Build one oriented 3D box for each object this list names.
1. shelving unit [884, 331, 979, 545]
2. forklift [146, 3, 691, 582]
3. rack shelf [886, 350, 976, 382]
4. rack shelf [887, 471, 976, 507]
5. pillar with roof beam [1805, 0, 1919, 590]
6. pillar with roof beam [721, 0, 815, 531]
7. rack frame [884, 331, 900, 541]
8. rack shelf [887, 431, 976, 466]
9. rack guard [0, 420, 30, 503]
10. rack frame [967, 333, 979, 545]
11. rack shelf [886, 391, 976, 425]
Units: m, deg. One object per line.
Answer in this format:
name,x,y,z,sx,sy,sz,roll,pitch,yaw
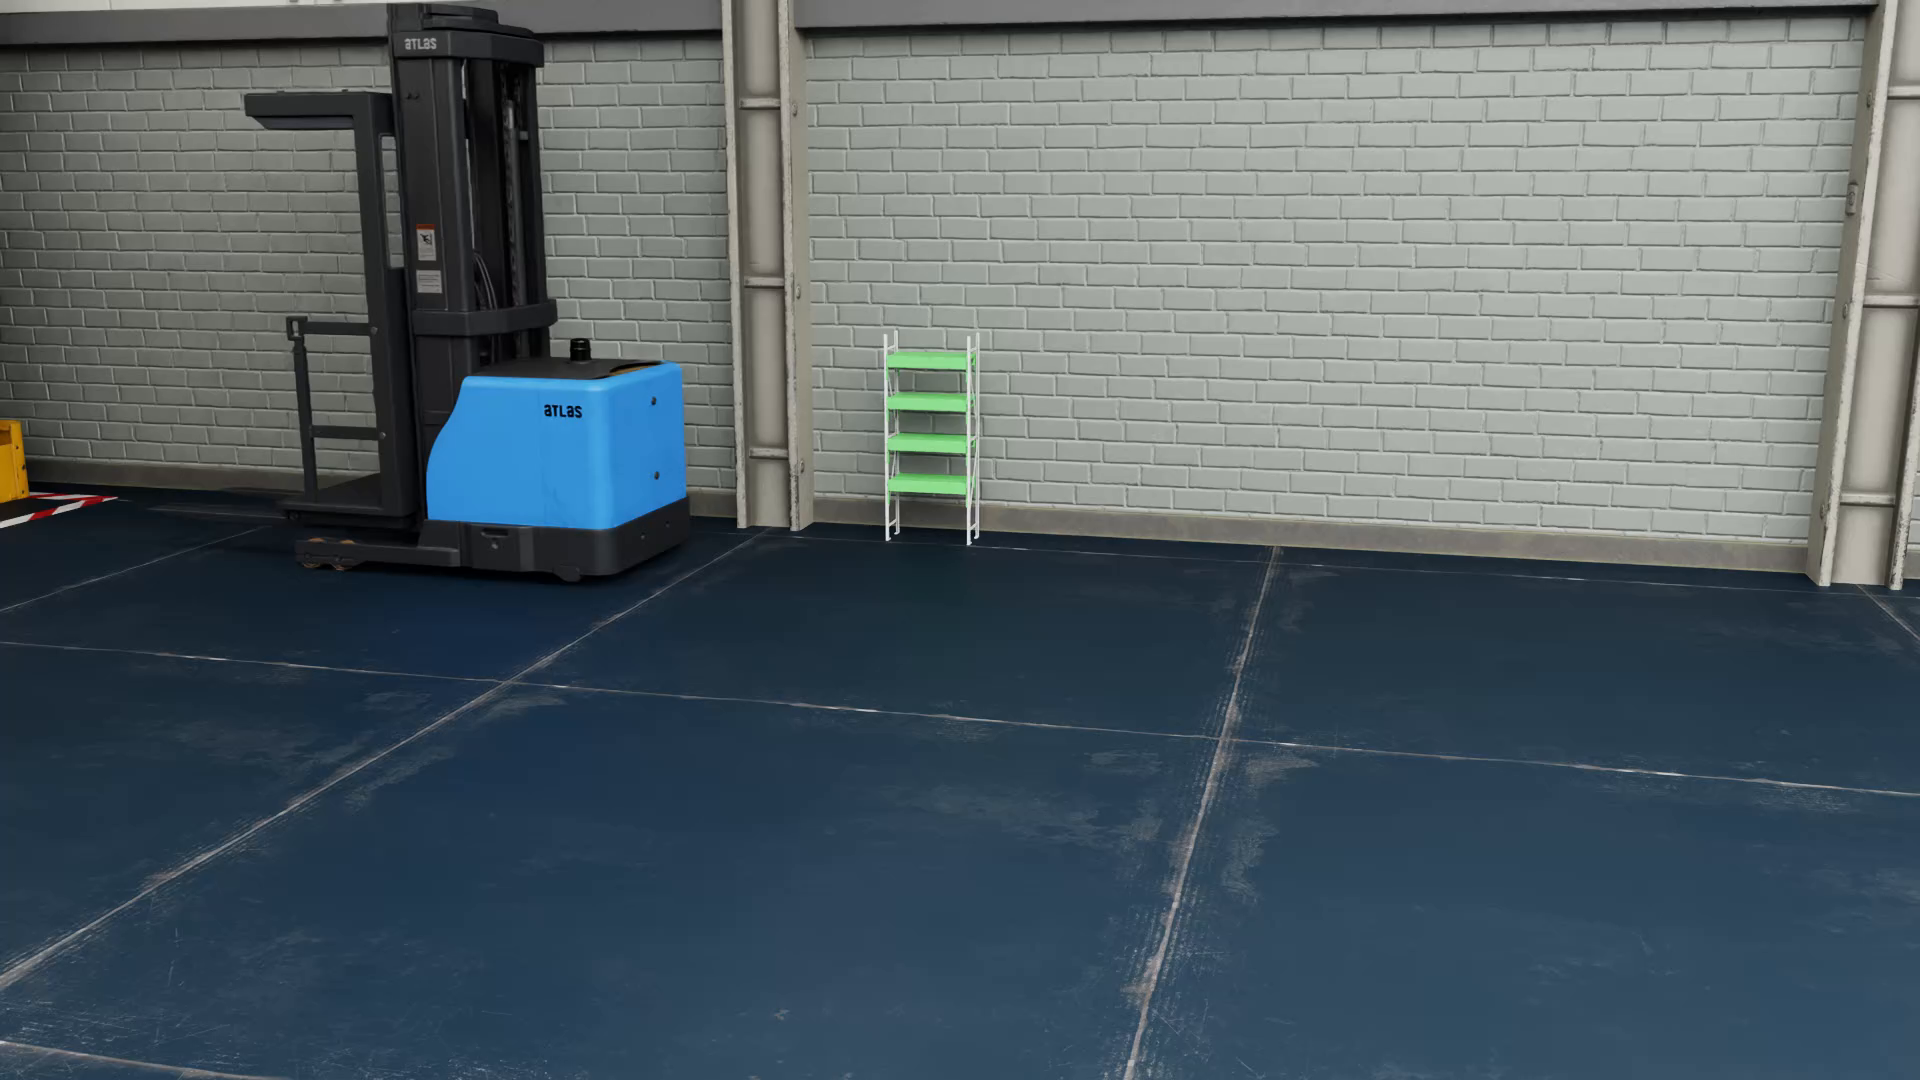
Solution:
shelving unit,-0.161,-0.594,9.642,0.503,1.200,0.258,3,13,14
forklift,-3.107,-1.369,9.139,3.031,2.935,1.130,4,13,16
rack shelf,-0.161,-1.001,9.552,0.480,0.148,0.258,3,13,14
rack shelf,-0.161,-0.298,9.708,0.480,0.148,0.258,3,13,14
pillar with roof beam,3.670,-3.273,3.710,0.400,9.000,9.100,3,13,14
pillar with roof beam,-2.155,-3.584,5.113,0.400,9.000,9.100,3,13,14
rack frame,-0.398,-0.607,9.700,0.015,1.200,0.240,3,13,14
rack shelf,-0.161,-0.532,9.656,0.480,0.148,0.258,3,13,14
rack guard,-6.465,-0.425,10.495,0.348,0.500,1.175,3,13,14
rack frame,0.076,-0.582,9.585,0.015,1.200,0.240,3,13,14
rack shelf,-0.161,-0.766,9.604,0.480,0.148,0.258,3,13,14
